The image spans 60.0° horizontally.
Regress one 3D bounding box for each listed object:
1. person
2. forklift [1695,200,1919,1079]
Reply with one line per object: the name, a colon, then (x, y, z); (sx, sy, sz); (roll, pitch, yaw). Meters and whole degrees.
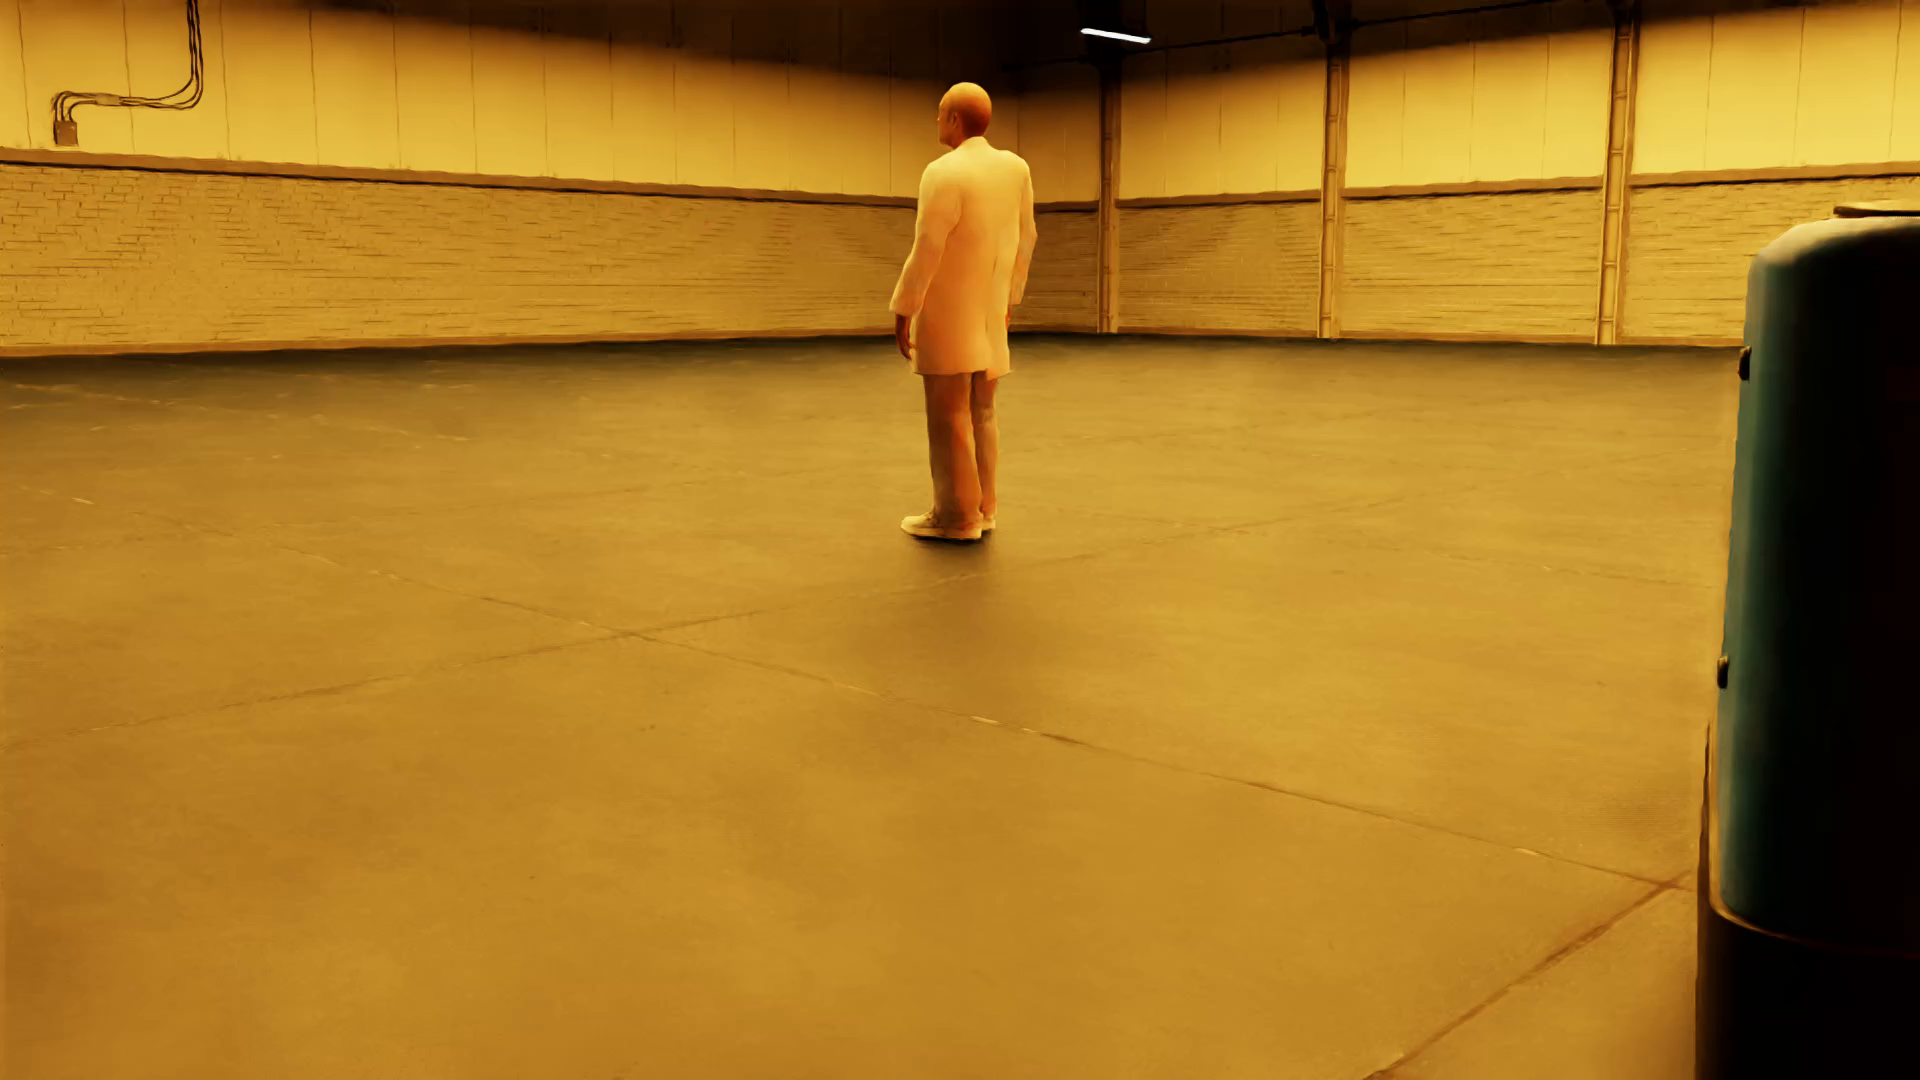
person: (-0.062, -0.896, 6.650); (0.579, 1.776, 0.694); (8, 12, 43)
forklift: (2.412, -0.697, 1.501); (3.031, 2.935, 1.130); (4, 9, 24)
